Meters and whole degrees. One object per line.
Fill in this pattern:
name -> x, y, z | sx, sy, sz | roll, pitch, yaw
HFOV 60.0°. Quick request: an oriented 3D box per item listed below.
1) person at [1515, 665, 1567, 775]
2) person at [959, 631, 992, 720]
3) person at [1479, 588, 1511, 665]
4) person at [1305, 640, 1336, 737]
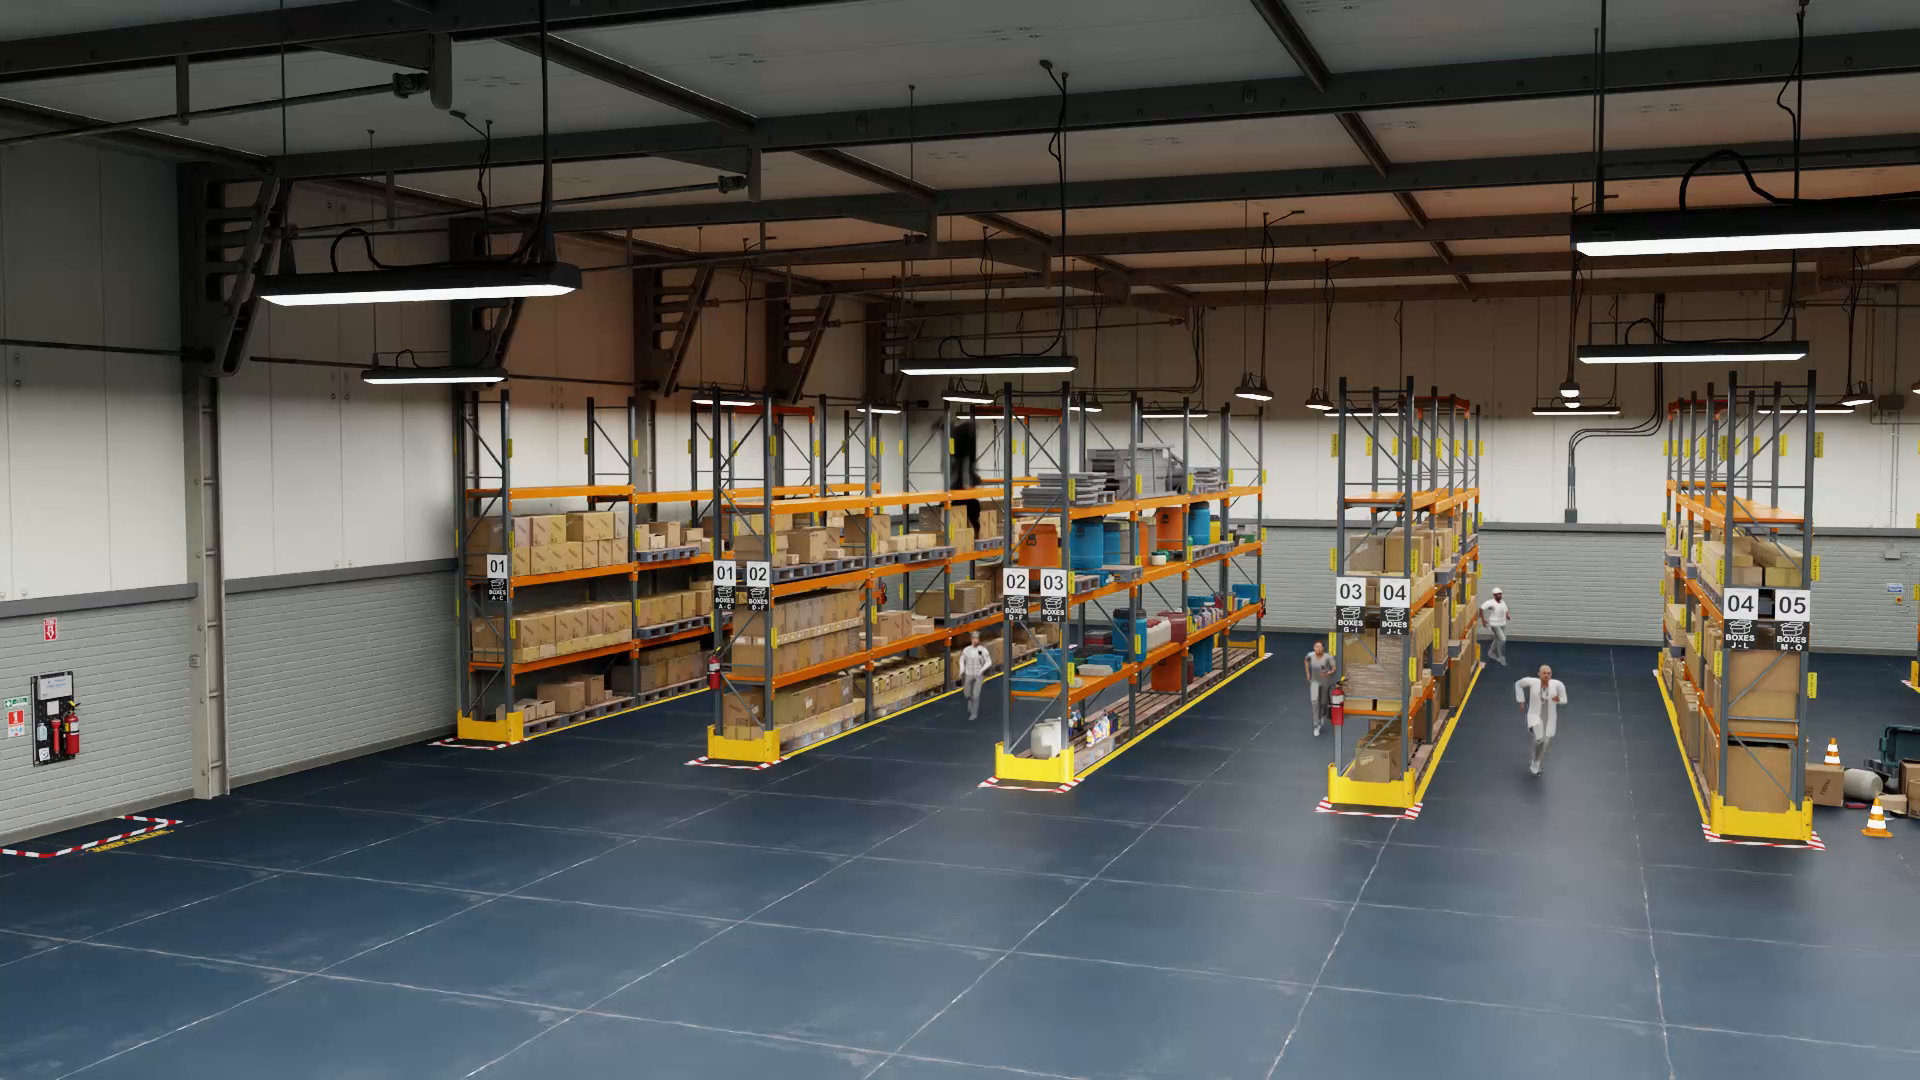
person -> 8.837, 2.734, 25.293 | 0.690, 1.706, 0.952 | 0, 3, 4
person -> 0.272, 2.496, 30.709 | 0.629, 1.652, 0.555 | 1, 3, 12
person -> 12.475, 2.019, 38.669 | 0.736, 1.835, 0.734 | -2, 4, -31
person -> 6.365, 2.567, 29.353 | 0.570, 1.666, 1.082 | 1, 3, 15
